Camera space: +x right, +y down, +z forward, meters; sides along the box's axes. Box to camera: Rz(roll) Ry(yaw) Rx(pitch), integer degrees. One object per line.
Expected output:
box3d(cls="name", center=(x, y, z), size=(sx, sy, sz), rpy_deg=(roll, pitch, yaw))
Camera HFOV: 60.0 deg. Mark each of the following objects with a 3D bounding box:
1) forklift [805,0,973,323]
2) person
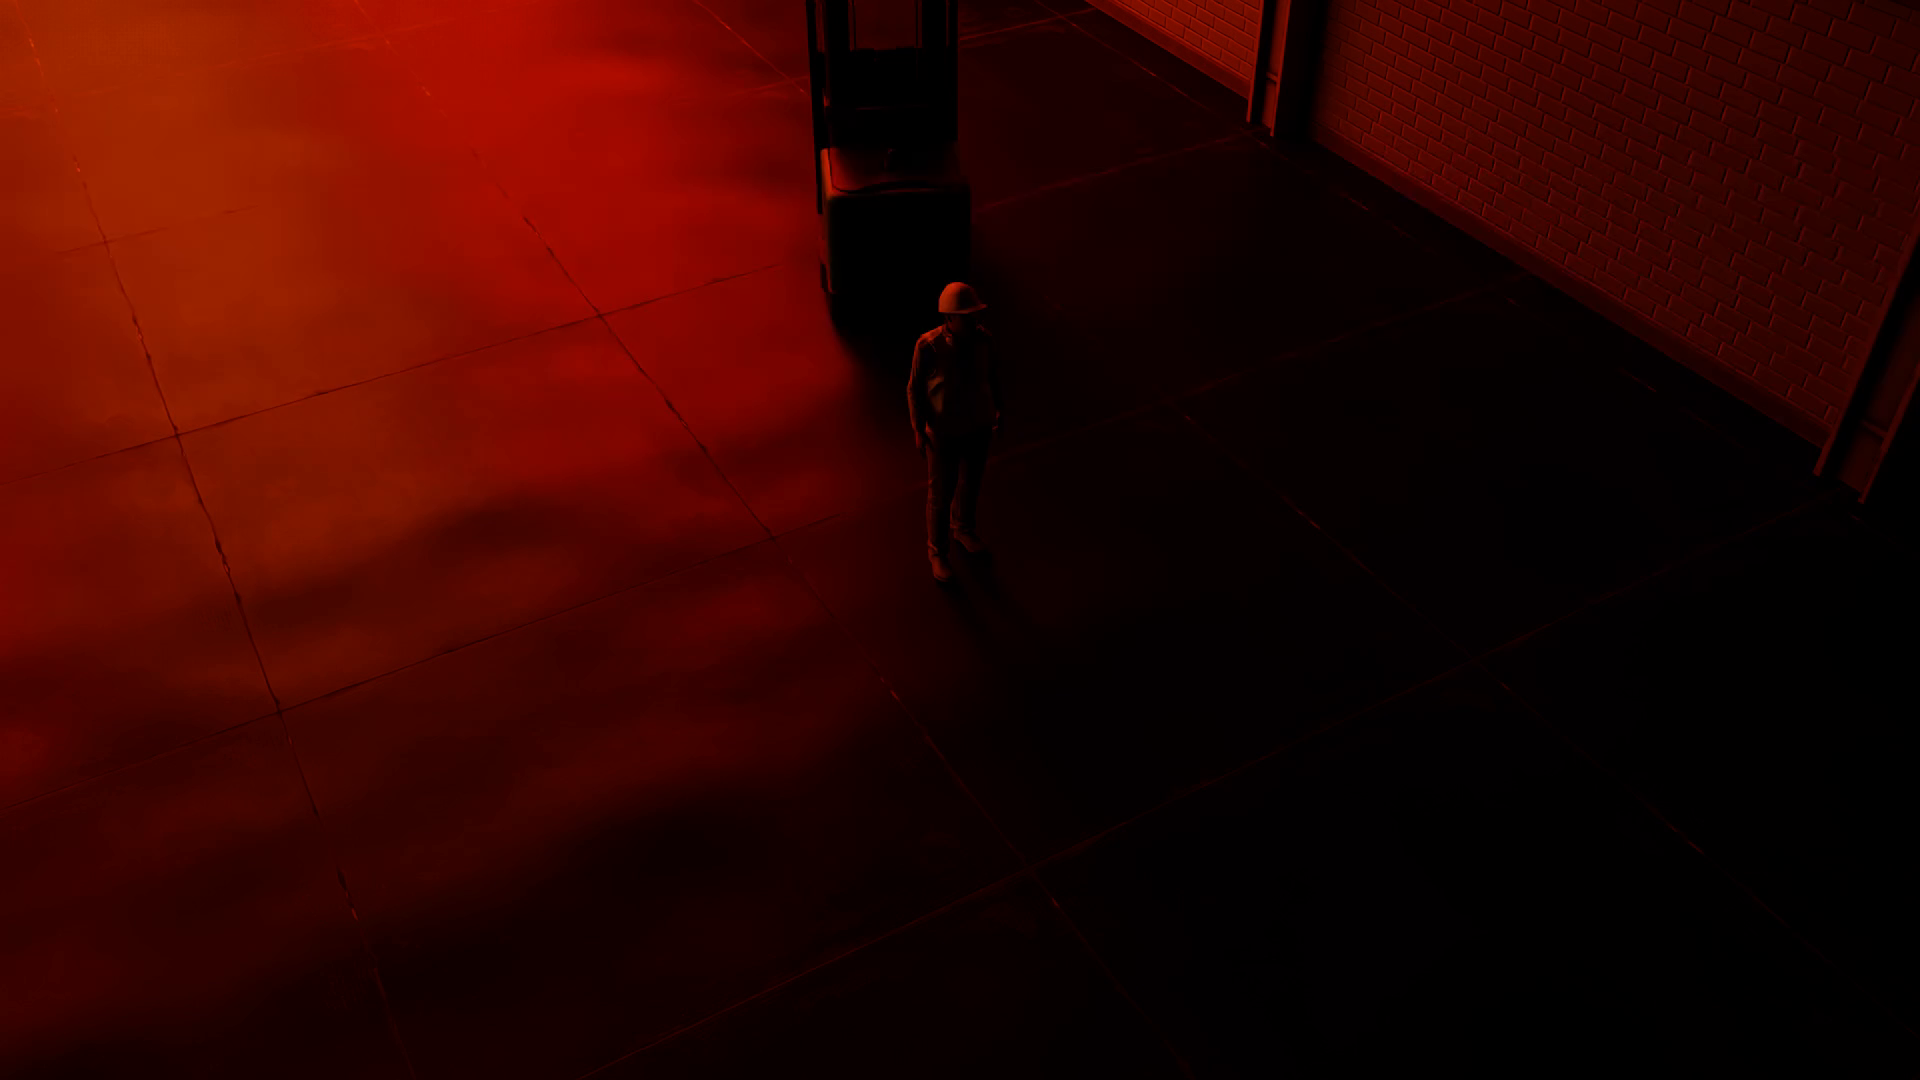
box3d(cls="forklift", center=(-0.593, -3.643, 12.428), size=(1.130, 2.935, 3.031), rpy_deg=(-4, 40, -5))
box3d(cls="person", center=(0.024, -0.652, 9.717), size=(0.632, 1.773, 0.568), rpy_deg=(-20, 44, -23))
